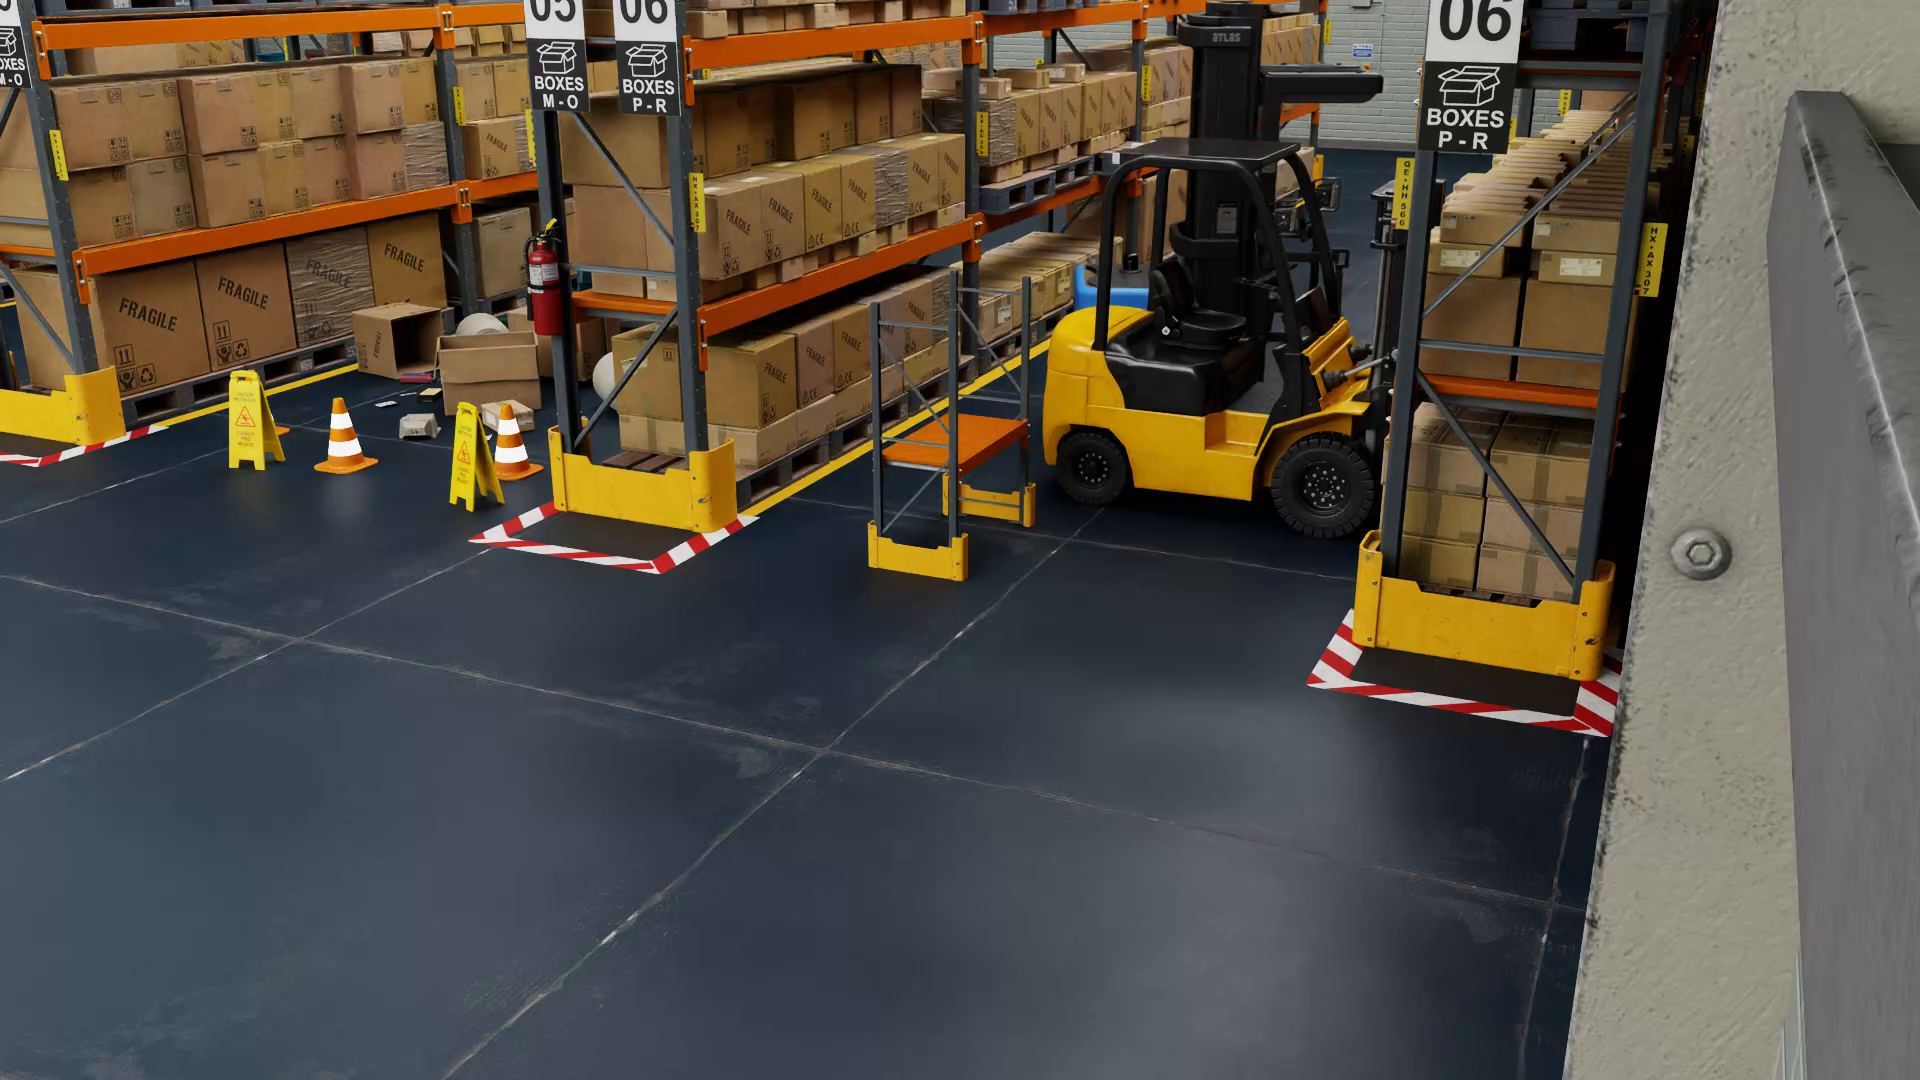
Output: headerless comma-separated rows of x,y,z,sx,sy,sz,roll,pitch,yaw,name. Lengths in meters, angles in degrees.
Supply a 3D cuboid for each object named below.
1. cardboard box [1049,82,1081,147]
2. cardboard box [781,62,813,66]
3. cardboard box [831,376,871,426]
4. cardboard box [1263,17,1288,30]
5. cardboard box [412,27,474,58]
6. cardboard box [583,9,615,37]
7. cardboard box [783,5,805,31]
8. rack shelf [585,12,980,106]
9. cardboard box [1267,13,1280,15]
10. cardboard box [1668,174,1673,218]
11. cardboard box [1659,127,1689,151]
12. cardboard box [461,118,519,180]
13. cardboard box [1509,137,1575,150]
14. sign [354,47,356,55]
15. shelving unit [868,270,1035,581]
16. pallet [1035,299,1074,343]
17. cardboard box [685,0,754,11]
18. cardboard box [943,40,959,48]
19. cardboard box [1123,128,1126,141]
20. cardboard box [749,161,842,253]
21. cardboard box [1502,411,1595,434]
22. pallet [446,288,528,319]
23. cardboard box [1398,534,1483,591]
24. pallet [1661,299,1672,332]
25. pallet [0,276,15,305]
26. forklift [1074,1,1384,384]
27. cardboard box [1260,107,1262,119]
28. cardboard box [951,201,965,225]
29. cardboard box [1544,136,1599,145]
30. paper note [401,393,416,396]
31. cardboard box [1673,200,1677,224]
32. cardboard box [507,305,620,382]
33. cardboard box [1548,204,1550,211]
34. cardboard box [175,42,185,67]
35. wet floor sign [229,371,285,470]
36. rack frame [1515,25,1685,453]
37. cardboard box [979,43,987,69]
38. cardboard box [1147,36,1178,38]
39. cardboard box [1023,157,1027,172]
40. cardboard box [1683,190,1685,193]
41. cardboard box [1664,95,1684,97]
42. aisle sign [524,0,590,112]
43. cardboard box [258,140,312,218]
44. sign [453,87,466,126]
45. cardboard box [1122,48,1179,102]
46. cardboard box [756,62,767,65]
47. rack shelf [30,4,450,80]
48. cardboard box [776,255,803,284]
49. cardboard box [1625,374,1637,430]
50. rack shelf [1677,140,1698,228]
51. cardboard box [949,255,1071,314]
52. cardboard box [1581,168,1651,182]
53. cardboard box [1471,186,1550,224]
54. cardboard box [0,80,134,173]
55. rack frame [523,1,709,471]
0.742,-3.729,14.557,0.500,0.500,0.500,8,21,20,cardboard box
-2.027,-5.767,20.368,0.380,0.149,0.250,8,21,21,cardboard box
-0.959,-0.991,11.554,0.500,0.250,0.500,10,22,26,cardboard box
3.952,-6.572,21.162,0.380,0.149,0.250,9,21,23,cardboard box
-6.882,-6.507,21.943,0.797,0.503,0.637,9,22,24,cardboard box
-2.078,-2.998,9.621,0.380,0.149,0.250,9,21,23,cardboard box
-1.187,-3.237,10.293,0.380,0.149,0.250,8,21,21,cardboard box
-1.150,-3.242,11.004,1.077,0.370,4.000,9,21,23,rack shelf
4.142,-7.111,22.676,0.380,0.149,0.250,9,22,24,cardboard box
4.640,-2.384,11.472,0.500,0.250,0.500,8,21,22,cardboard box
5.480,-3.139,13.002,0.380,0.149,0.250,8,21,22,cardboard box
-4.428,-3.598,15.260,0.500,0.500,0.500,9,21,23,cardboard box
3.798,-2.535,10.859,0.380,0.149,0.250,9,21,24,cardboard box
-7.235,-5.798,19.985,0.100,0.325,0.005,9,21,23,sign
-0.031,-0.683,9.452,0.587,1.500,1.083,9,21,23,shelving unit
0.484,-2.077,15.295,1.003,0.211,1.213,9,21,23,pallet
-1.520,-3.156,9.469,0.500,0.250,0.500,8,21,22,cardboard box
-0.347,-7.265,23.634,0.500,0.500,0.500,10,22,25,cardboard box
1.387,-3.949,16.143,0.380,0.149,0.250,9,22,25,cardboard box
-1.106,-2.165,10.786,0.500,0.500,0.500,8,21,22,cardboard box
3.132,-0.524,8.749,0.500,0.250,0.500,9,21,23,cardboard box
-4.641,-2.359,16.088,1.003,0.211,1.213,9,21,23,pallet
2.465,0.035,8.672,0.500,0.250,0.500,9,21,23,cardboard box
6.177,-2.231,15.726,1.003,0.211,1.213,9,21,23,pallet
-9.615,-2.615,16.805,1.003,0.211,1.213,9,21,23,pallet
2.331,-2.238,11.686,3.031,2.935,1.130,1,20,3,forklift
3.376,-5.379,20.268,0.500,0.500,0.500,9,22,24,cardboard box
-0.185,-2.520,12.754,0.380,0.149,0.250,8,21,22,cardboard box
4.525,-2.906,12.345,0.380,0.149,0.250,8,21,21,cardboard box
-4.295,-1.136,12.949,0.123,0.001,0.032,-14,24,-33,paper note
5.270,-2.612,12.860,0.500,0.250,0.500,8,21,21,cardboard box
-3.184,-1.615,13.356,0.797,0.637,0.503,9,21,23,cardboard box
3.135,-1.833,9.328,0.380,0.149,0.250,8,21,22,cardboard box
-14.055,-8.575,29.255,0.500,0.500,0.500,8,21,22,cardboard box
-4.732,-0.815,11.096,0.267,0.644,0.232,5,20,13,wet floor sign
4.199,-2.099,11.194,1.000,3.000,0.127,9,21,23,rack frame
0.076,-7.110,24.691,0.500,0.500,0.500,9,21,24,cardboard box
2.502,-5.647,19.531,0.500,0.500,0.500,9,21,23,cardboard box
0.340,-3.156,13.915,0.380,0.149,0.250,10,22,26,cardboard box
7.484,-3.637,17.654,0.380,0.149,0.250,9,21,23,cardboard box
8.123,-4.882,18.801,0.500,0.250,0.500,8,21,22,cardboard box
-2.259,-2.802,9.290,0.394,0.787,0.004,9,21,23,aisle sign
-5.687,-2.887,13.187,0.875,0.550,0.500,9,21,23,cardboard box
-4.382,-3.797,14.557,0.100,0.325,0.005,9,21,23,sign
1.926,-4.790,17.119,0.500,0.500,0.500,9,21,23,cardboard box
-2.618,-5.857,20.621,0.380,0.149,0.250,8,21,22,cardboard box
-5.708,-3.890,12.827,1.077,0.370,4.000,9,21,23,rack shelf
-1.222,-1.733,10.541,0.380,0.149,0.250,9,21,24,cardboard box
3.993,-0.900,10.553,0.500,0.250,0.500,9,21,24,cardboard box
6.656,-3.594,16.472,1.077,0.370,4.000,9,21,23,rack shelf
0.456,-2.332,15.145,0.950,0.372,0.625,9,22,24,cardboard box
3.658,-1.992,9.333,0.380,0.149,0.250,9,22,24,cardboard box
2.840,-1.737,8.614,0.380,0.149,0.250,9,21,23,cardboard box
-6.339,-2.892,11.588,0.875,0.550,0.550,9,21,23,cardboard box
-1.969,-1.556,9.667,1.000,3.000,0.127,9,21,23,rack frame
